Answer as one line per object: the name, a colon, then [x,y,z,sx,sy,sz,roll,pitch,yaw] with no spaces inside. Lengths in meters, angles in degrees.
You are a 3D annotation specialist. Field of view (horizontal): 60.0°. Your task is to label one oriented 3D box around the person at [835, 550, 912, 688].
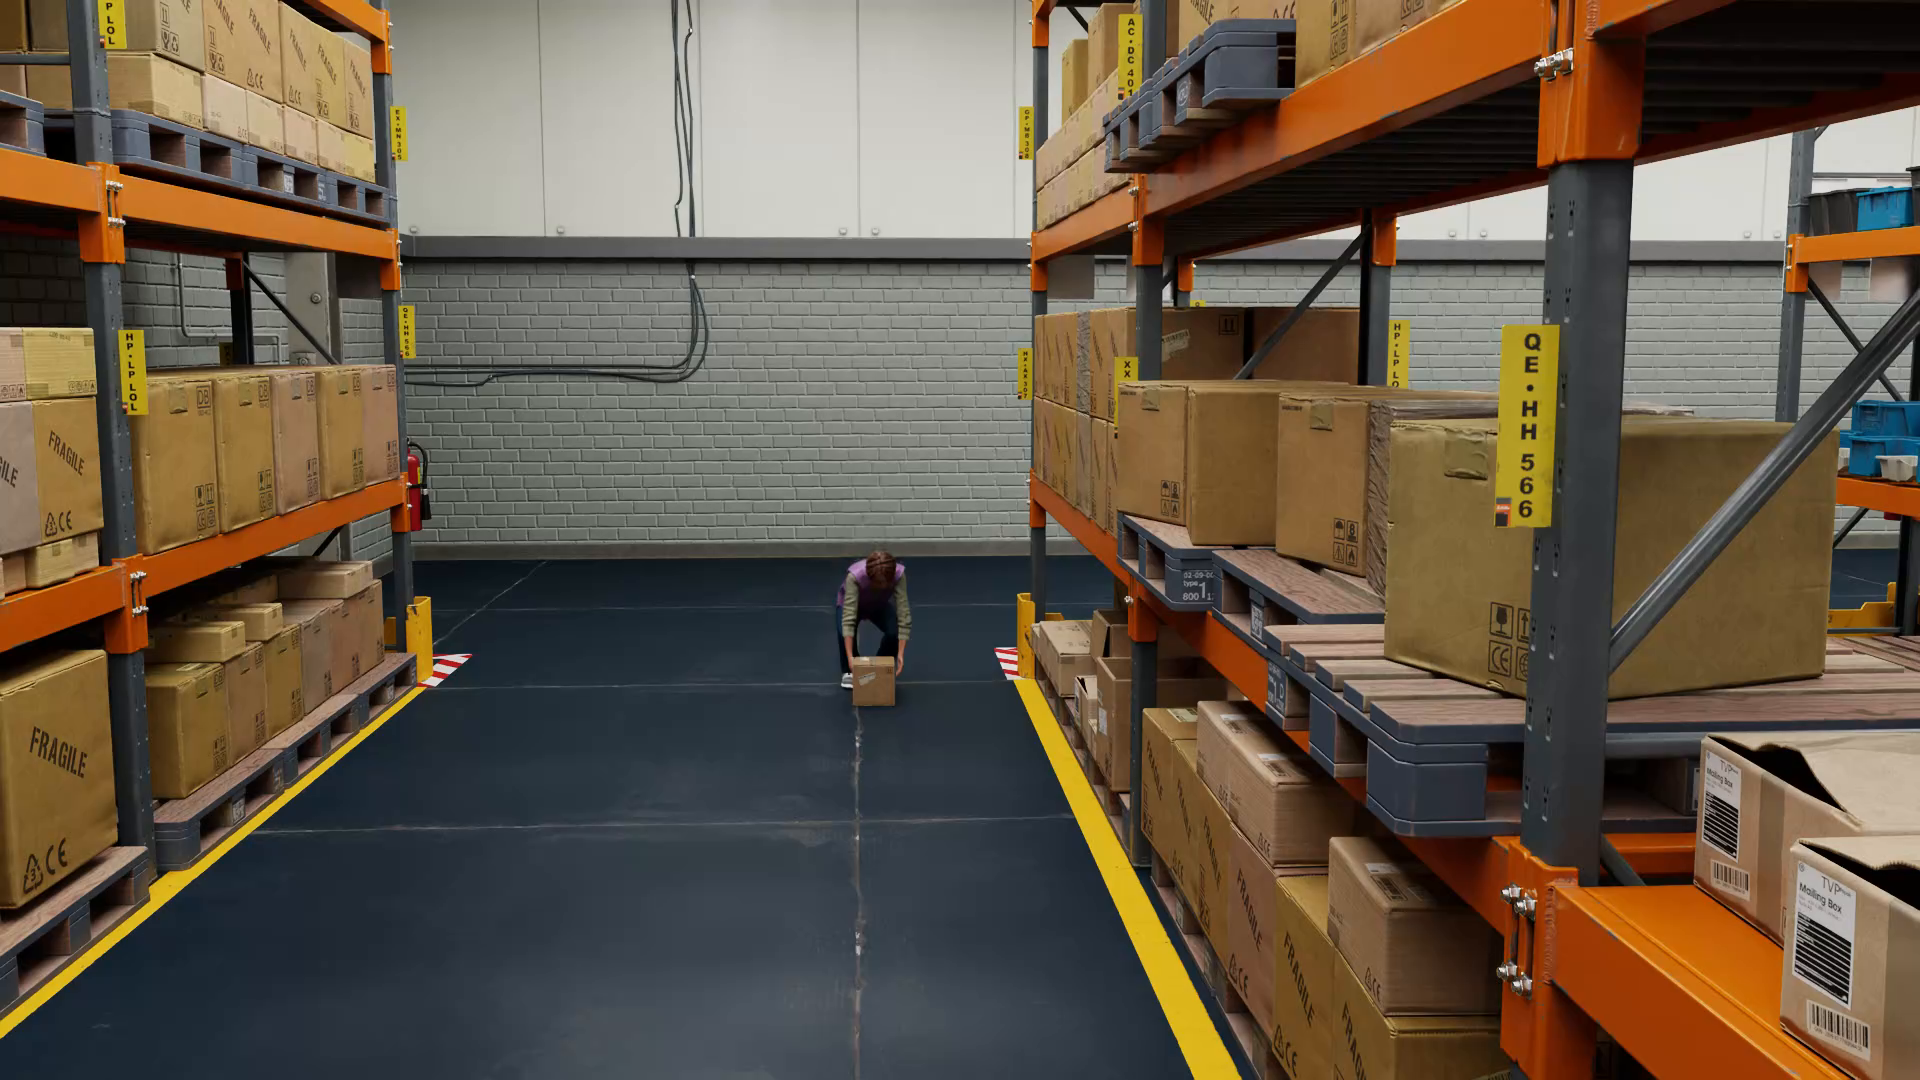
person: [-0.544,0.481,10.274,0.447,0.898,0.792,-1,7,-8]
